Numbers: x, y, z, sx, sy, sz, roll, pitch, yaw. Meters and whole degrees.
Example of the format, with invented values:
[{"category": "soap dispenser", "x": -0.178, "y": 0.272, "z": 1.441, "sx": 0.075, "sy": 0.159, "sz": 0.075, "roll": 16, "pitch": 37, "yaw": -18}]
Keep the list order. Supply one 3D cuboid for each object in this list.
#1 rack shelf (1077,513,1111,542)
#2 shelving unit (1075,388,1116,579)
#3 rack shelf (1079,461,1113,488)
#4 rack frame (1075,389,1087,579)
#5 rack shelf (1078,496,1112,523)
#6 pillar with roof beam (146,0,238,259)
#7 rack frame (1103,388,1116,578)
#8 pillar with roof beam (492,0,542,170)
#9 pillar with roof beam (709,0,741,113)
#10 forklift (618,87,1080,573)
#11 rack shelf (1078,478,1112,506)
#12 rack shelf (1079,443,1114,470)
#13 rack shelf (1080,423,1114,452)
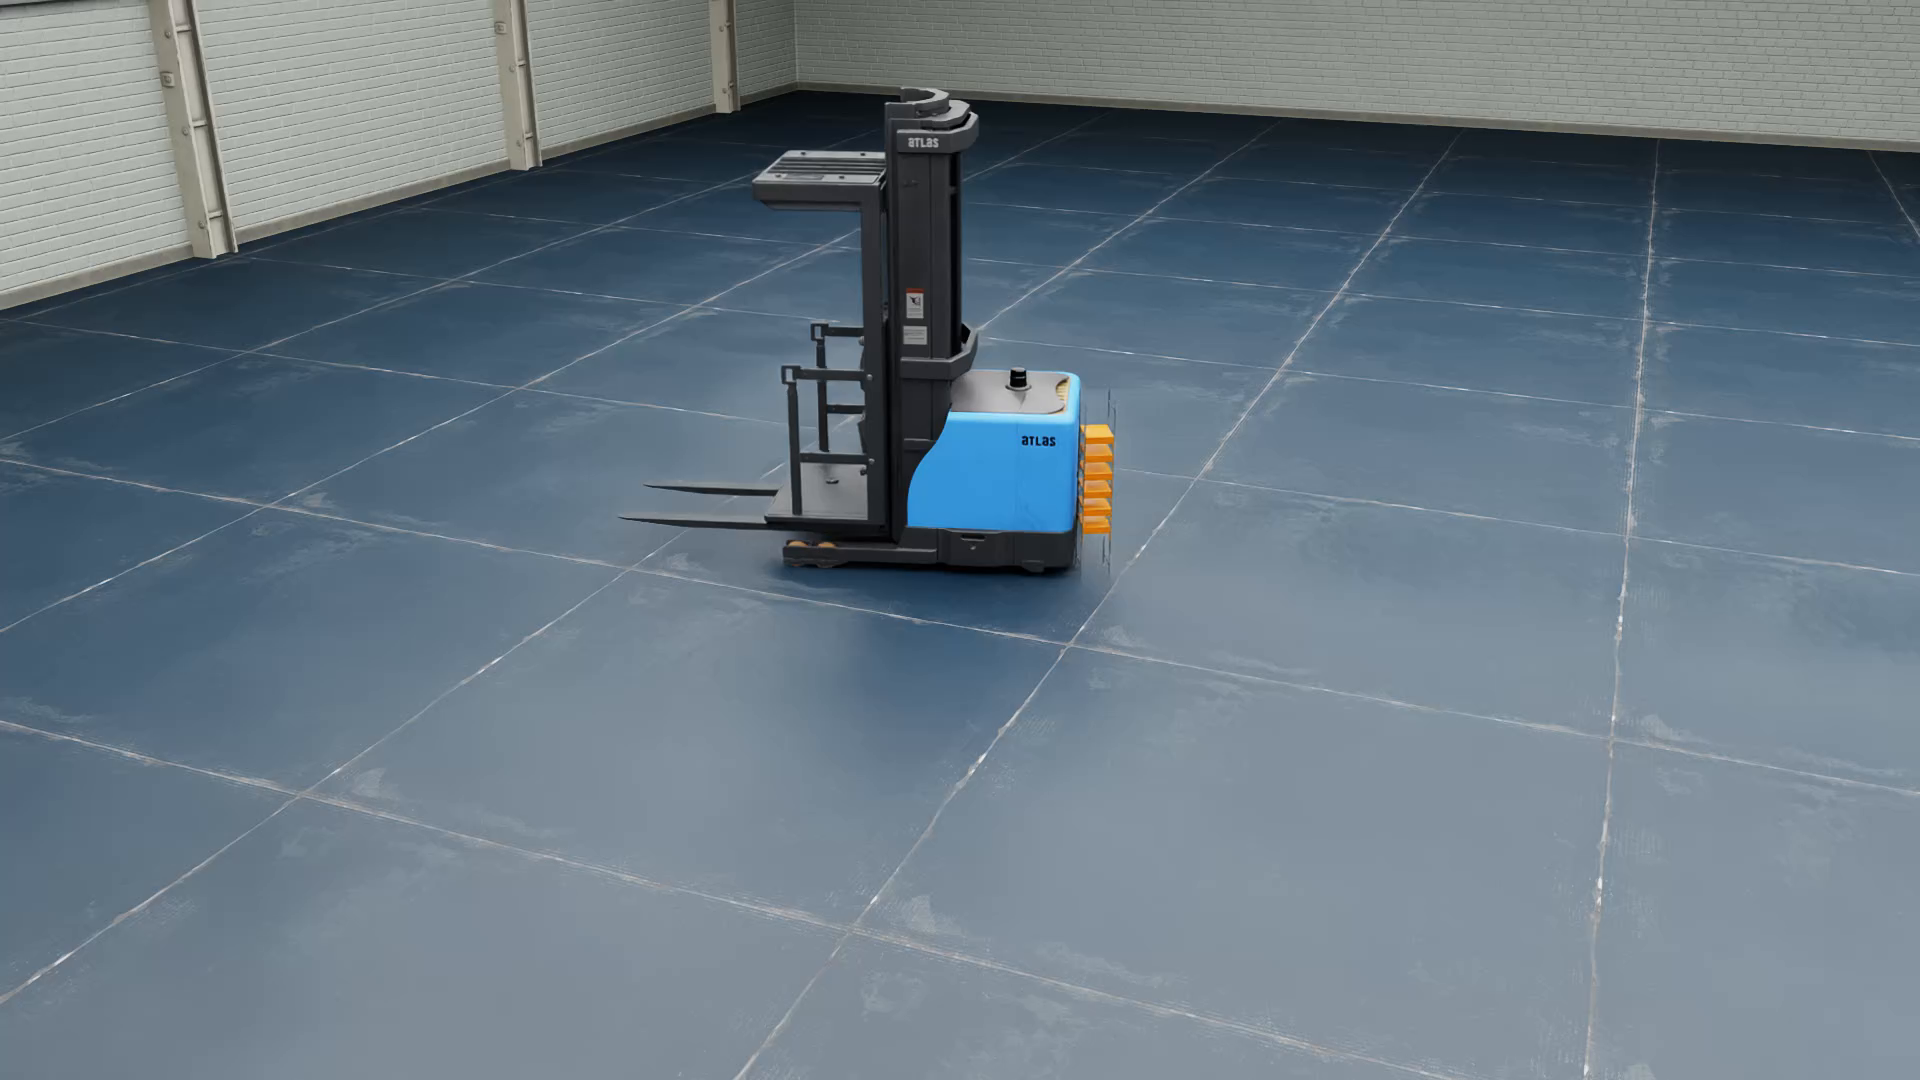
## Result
[{"category": "rack shelf", "x": 0.855, "y": -0.087, "z": 10.640, "sx": 0.180, "sy": 0.103, "sz": 0.258, "roll": -2, "pitch": 23, "yaw": -4}, {"category": "shelving unit", "x": 0.855, "y": -0.350, "z": 10.531, "sx": 0.189, "sy": 1.200, "sz": 0.258, "roll": -2, "pitch": 23, "yaw": -4}, {"category": "rack shelf", "x": 0.855, "y": -0.420, "z": 10.502, "sx": 0.180, "sy": 0.103, "sz": 0.258, "roll": -2, "pitch": 23, "yaw": -4}, {"category": "rack frame", "x": 0.764, "y": -0.347, "z": 10.524, "sx": 0.006, "sy": 1.200, "sz": 0.240, "roll": -2, "pitch": 23, "yaw": -4}, {"category": "rack shelf", "x": 0.855, "y": -0.198, "z": 10.594, "sx": 0.180, "sy": 0.103, "sz": 0.258, "roll": -2, "pitch": 23, "yaw": -4}, {"category": "pillar with roof beam", "x": -4.569, "y": -6.827, "z": 15.918, "sx": 9.100, "sy": 9.000, "sz": 0.400, "roll": 9, "pitch": 24, "yaw": 20}, {"category": "rack frame", "x": 0.946, "y": -0.353, "z": 10.538, "sx": 0.006, "sy": 1.200, "sz": 0.240, "roll": -2, "pitch": 23, "yaw": -4}, {"category": "pillar with roof beam", "x": -2.340, "y": -8.974, "z": 21.058, "sx": 9.100, "sy": 9.000, "sz": 0.400, "roll": 9, "pitch": 24, "yaw": 20}, {"category": "pillar with roof beam", "x": -0.111, "y": -11.121, "z": 26.199, "sx": 9.100, "sy": 9.000, "sz": 0.400, "roll": 9, "pitch": 24, "yaw": 20}, {"category": "forklift", "x": -0.734, "y": -1.367, "z": 10.719, "sx": 3.031, "sy": 2.935, "sz": 1.130, "roll": 2, "pitch": 23, "yaw": 5}, {"category": "rack shelf", "x": 0.855, "y": -0.309, "z": 10.548, "sx": 0.180, "sy": 0.103, "sz": 0.258, "roll": -2, "pitch": 23, "yaw": -4}, {"category": "rack shelf", "x": 0.855, "y": -0.530, "z": 10.455, "sx": 0.180, "sy": 0.103, "sz": 0.258, "roll": -2, "pitch": 23, "yaw": -4}, {"category": "rack shelf", "x": 0.855, "y": -0.641, "z": 10.409, "sx": 0.180, "sy": 0.103, "sz": 0.258, "roll": -2, "pitch": 23, "yaw": -4}]
